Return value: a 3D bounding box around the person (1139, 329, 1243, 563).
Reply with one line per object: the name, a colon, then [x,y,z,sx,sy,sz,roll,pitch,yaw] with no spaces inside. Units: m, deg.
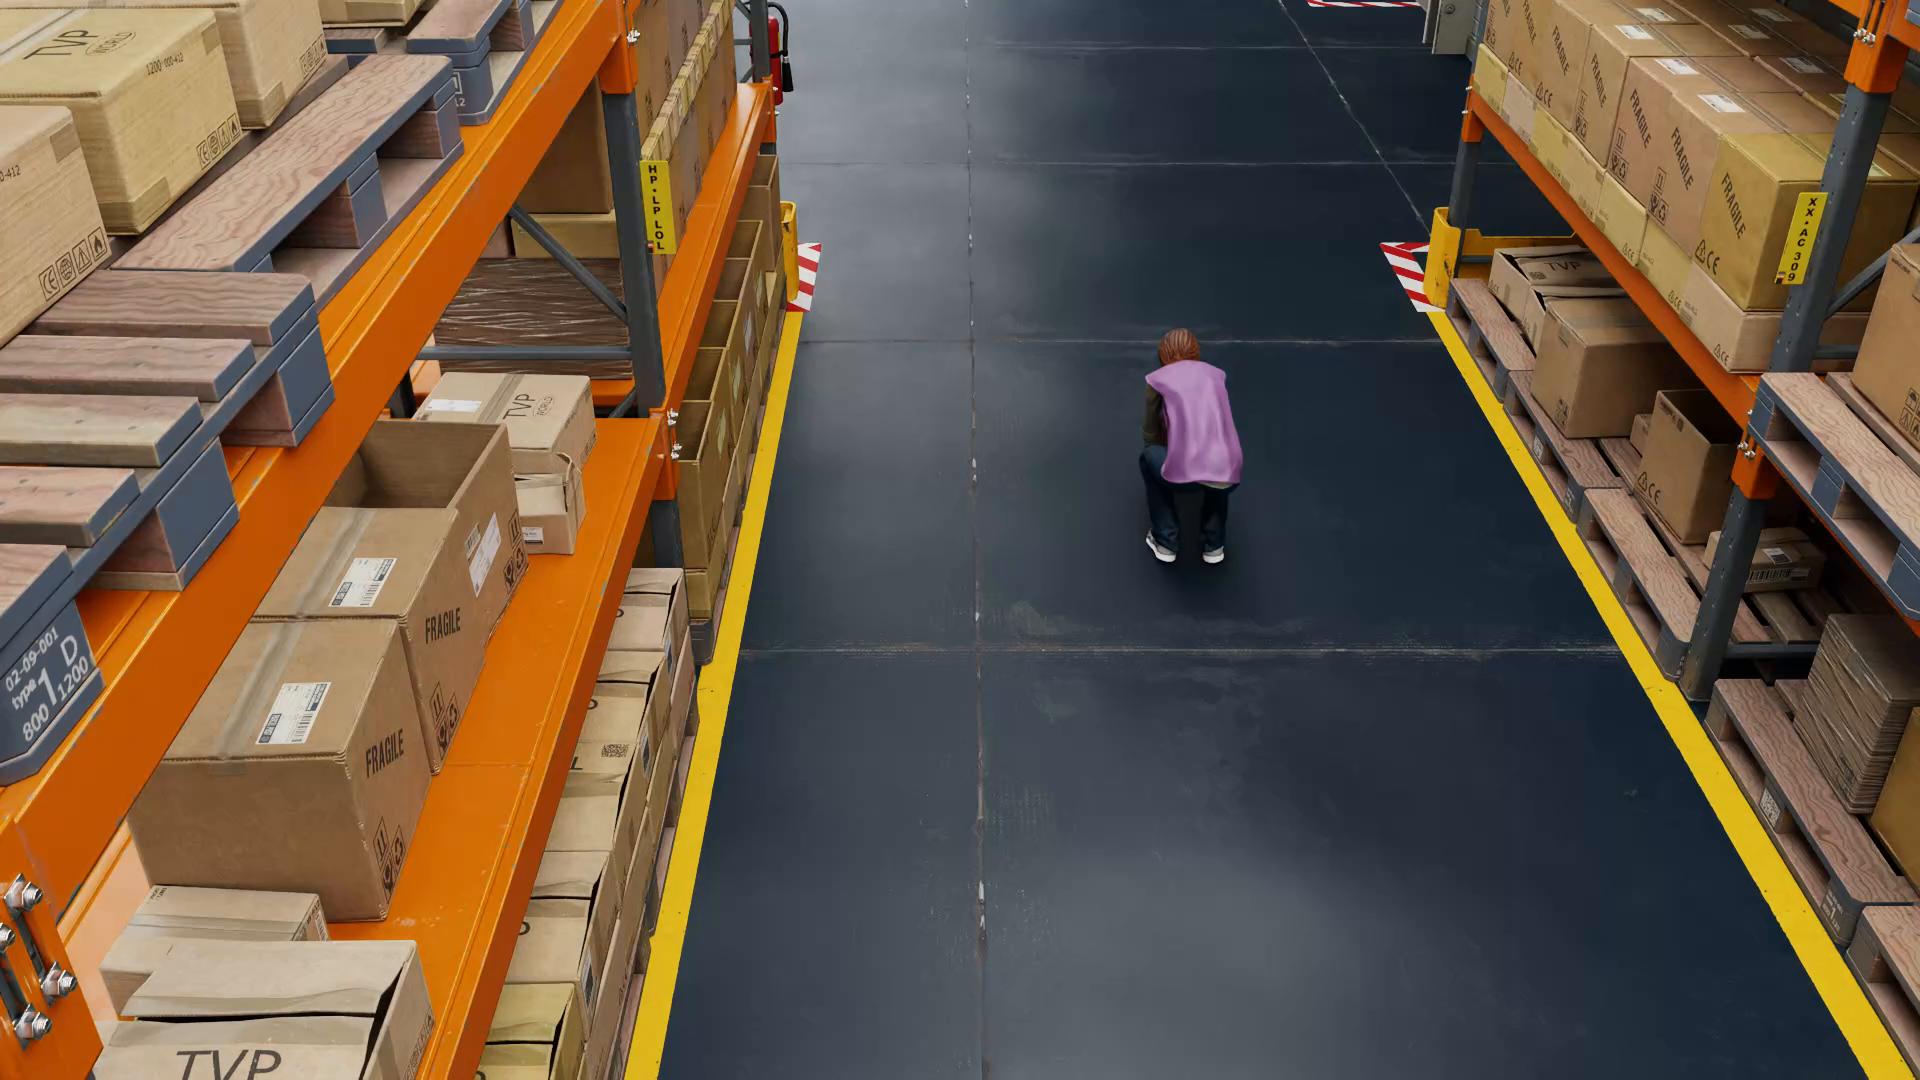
person: [1.027,-0.402,7.449,0.423,0.905,0.838,-1,32,-2]
